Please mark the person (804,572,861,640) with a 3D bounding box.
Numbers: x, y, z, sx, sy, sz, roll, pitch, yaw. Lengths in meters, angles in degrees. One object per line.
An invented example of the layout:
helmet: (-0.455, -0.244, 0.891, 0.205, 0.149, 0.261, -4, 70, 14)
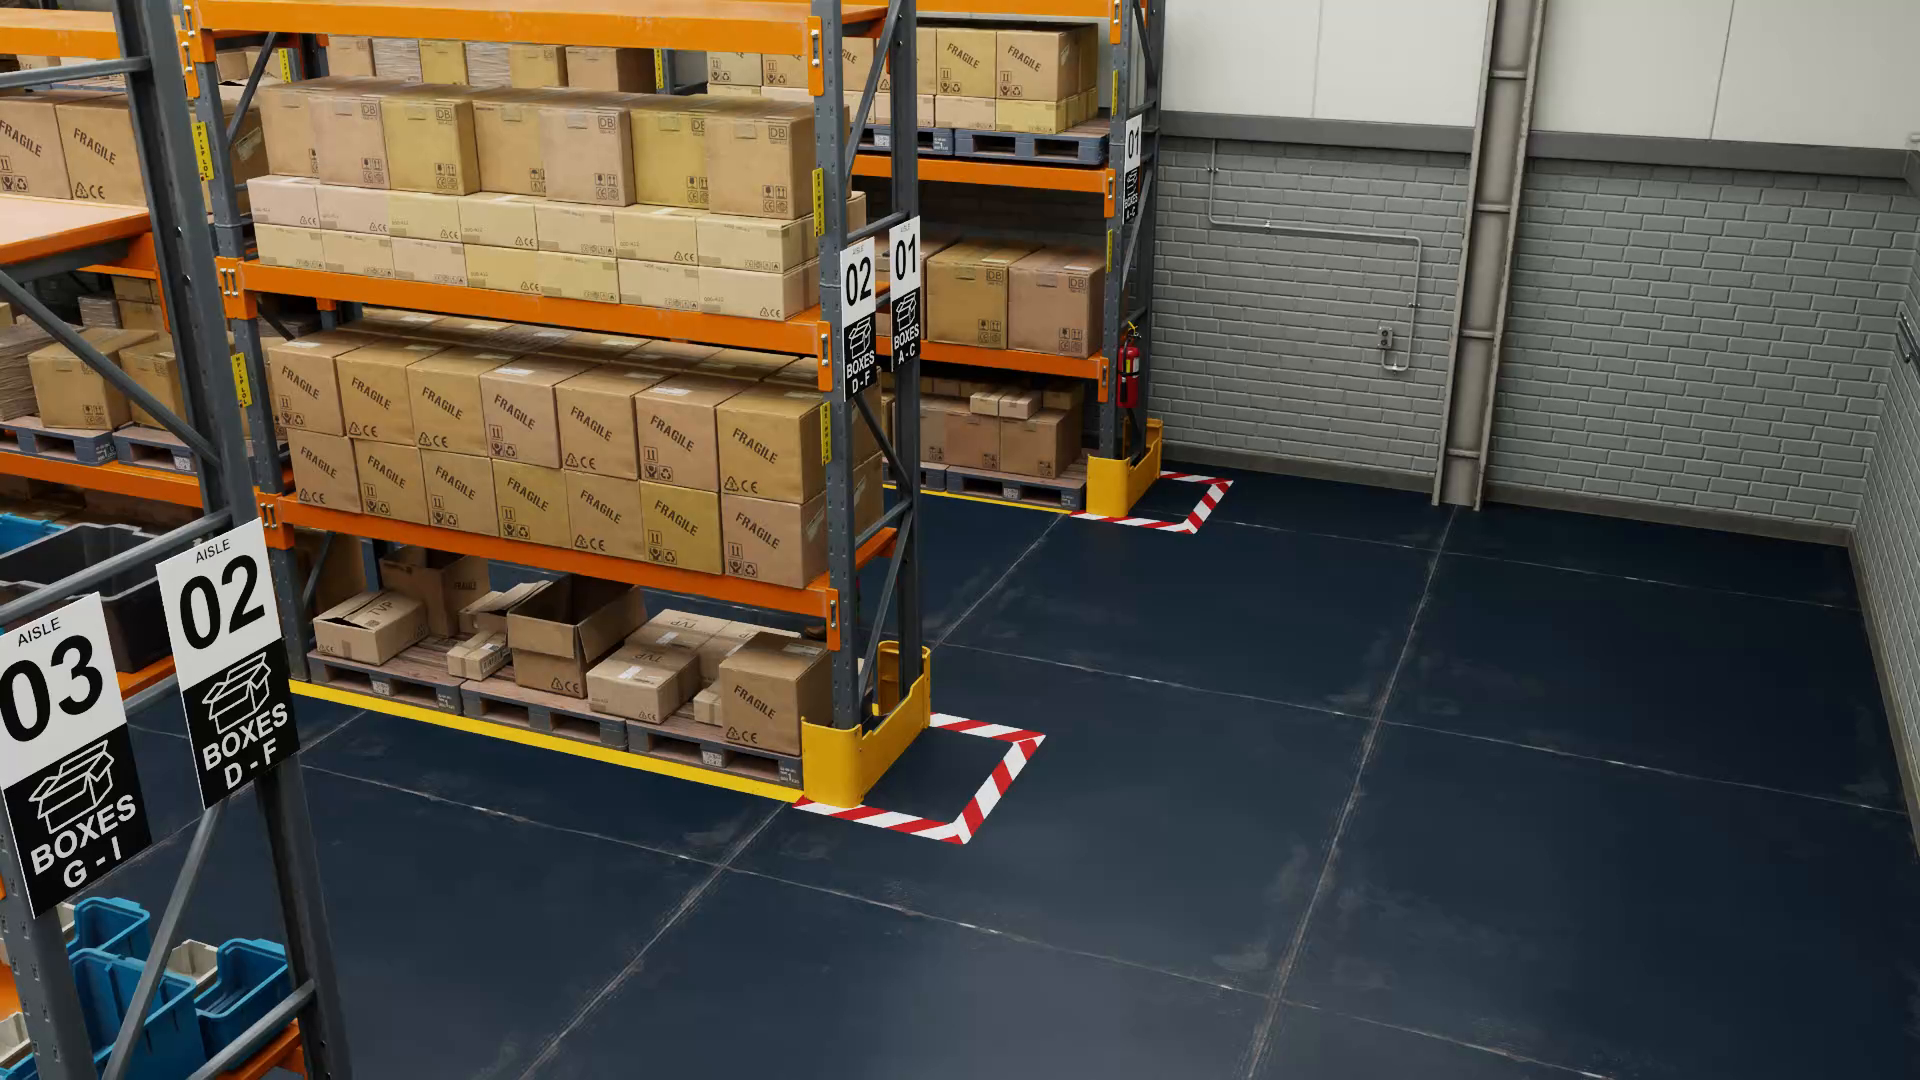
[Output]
person: (-0.869, -0.182, 11.360, 0.427, 1.783, 0.558, 8, 23, 19)
